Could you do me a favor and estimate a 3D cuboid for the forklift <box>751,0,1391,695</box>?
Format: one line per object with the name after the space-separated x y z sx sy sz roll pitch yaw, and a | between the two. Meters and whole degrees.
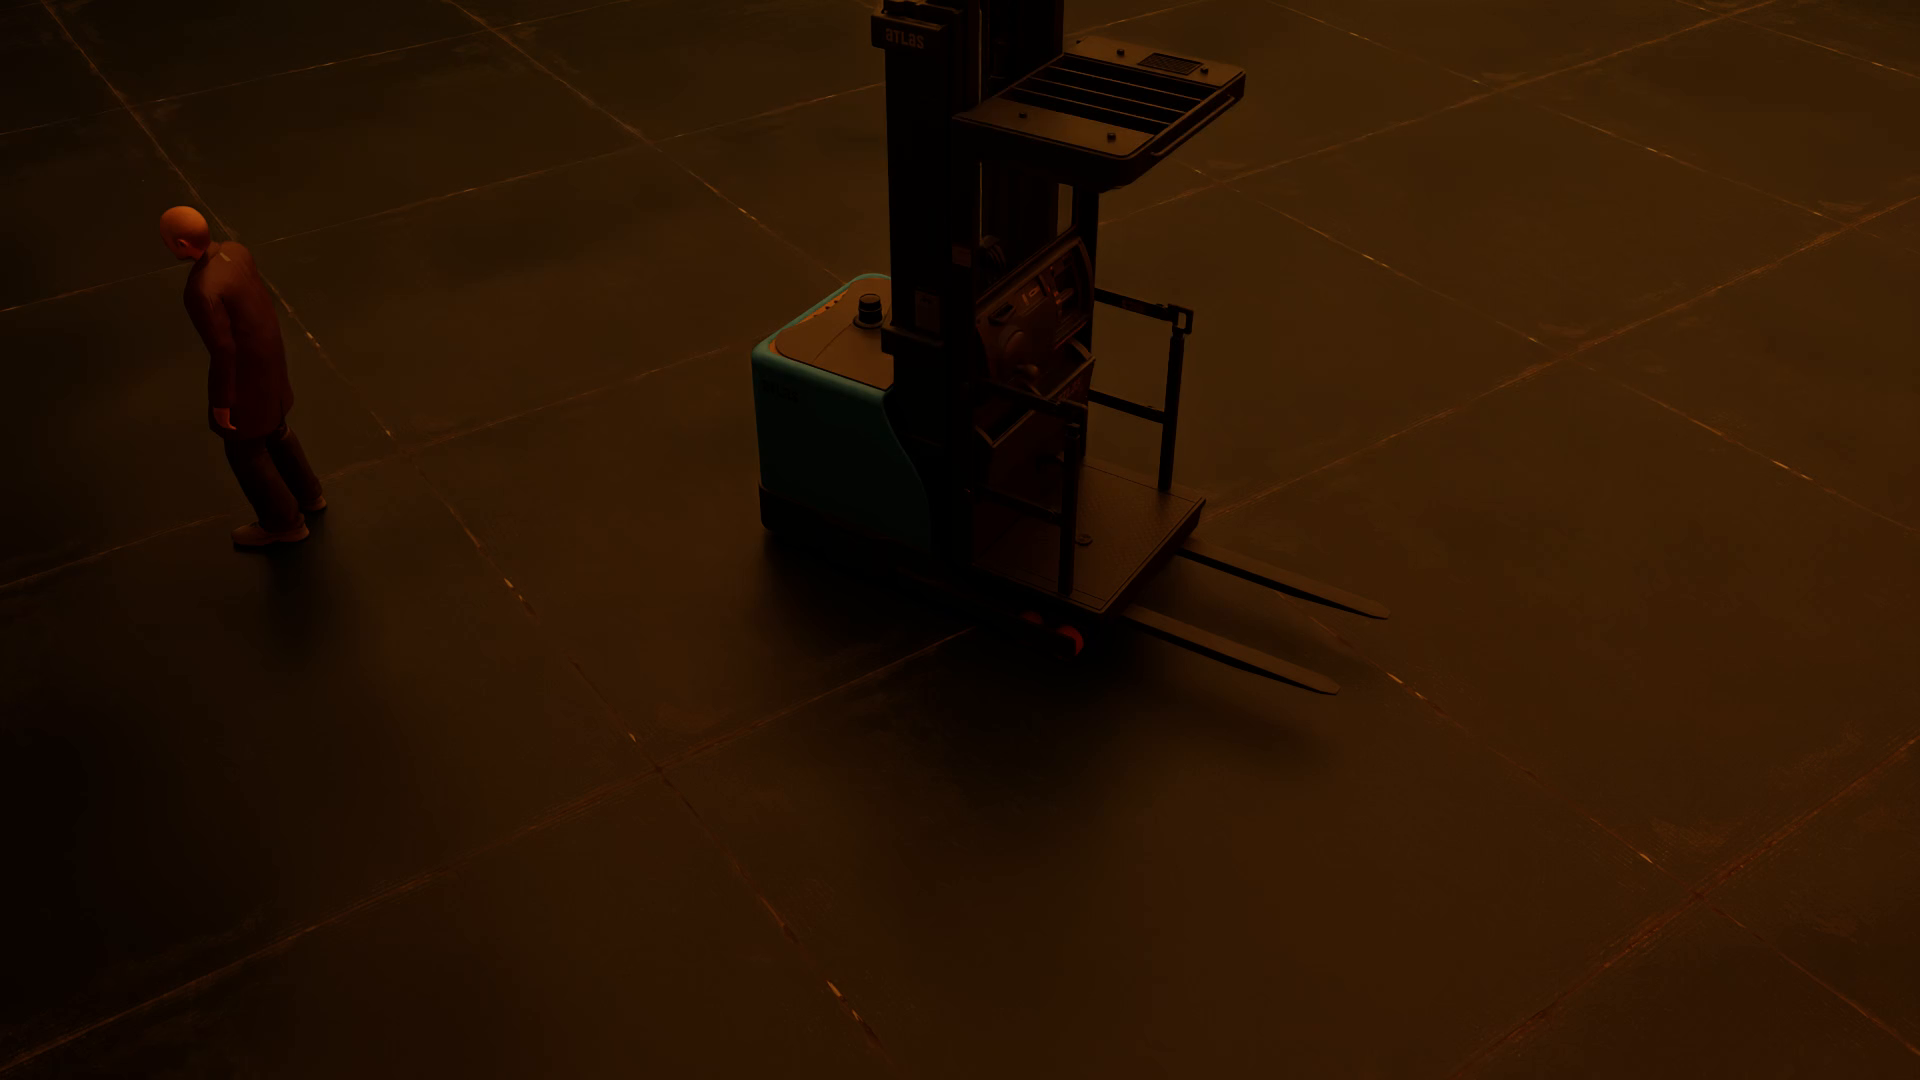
0.514 -0.985 7.276 3.031 2.935 1.130 21 41 26 | forklift

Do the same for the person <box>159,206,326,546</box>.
-3.450 -0.789 7.986 0.435 1.772 0.643 1 36 1 | person
